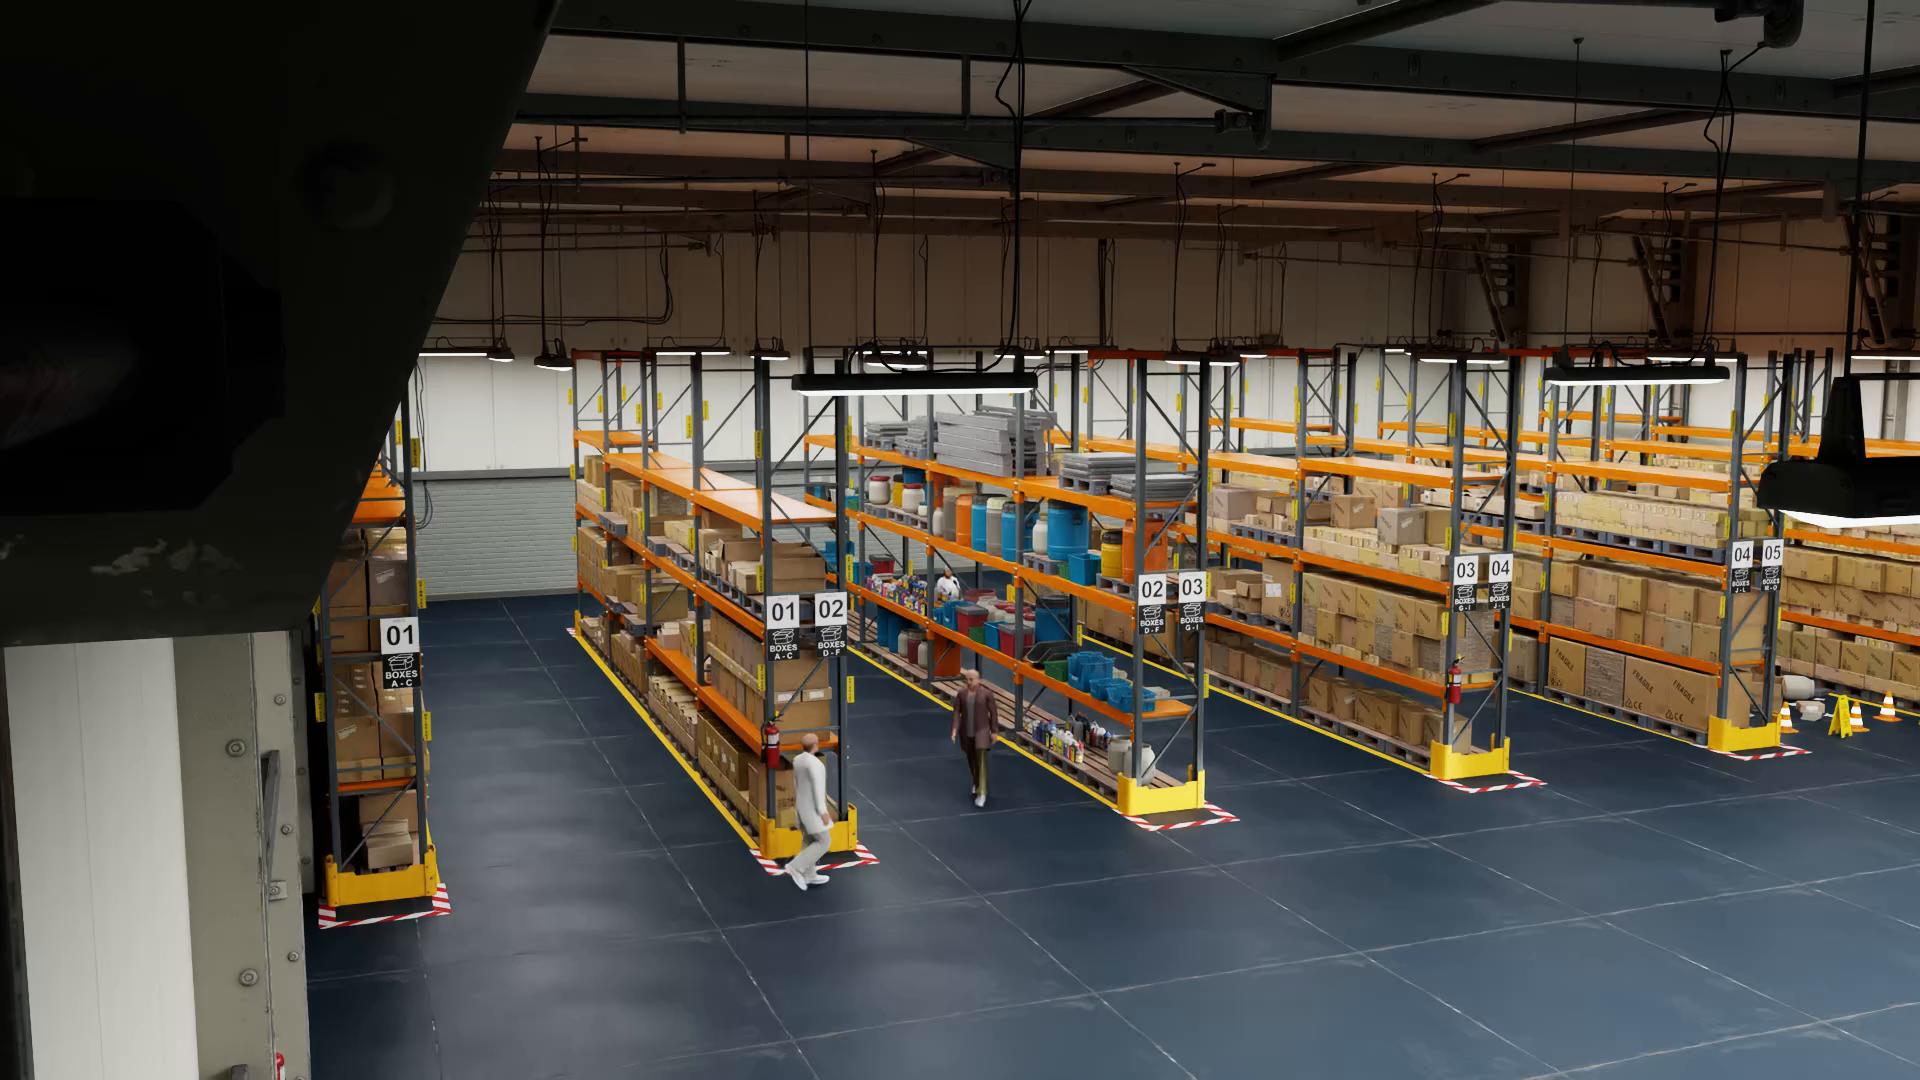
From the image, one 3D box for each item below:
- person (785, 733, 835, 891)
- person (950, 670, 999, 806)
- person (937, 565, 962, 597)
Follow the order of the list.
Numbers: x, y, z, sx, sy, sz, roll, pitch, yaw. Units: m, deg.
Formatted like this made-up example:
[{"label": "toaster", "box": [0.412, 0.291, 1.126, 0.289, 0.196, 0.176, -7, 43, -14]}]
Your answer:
[{"label": "person", "box": [-1.745, 3.082, 18.941, 0.567, 1.777, 0.602, -3, 8, -21]}, {"label": "person", "box": [0.189, 2.642, 22.596, 0.645, 1.755, 0.911, 4, 8, 28]}, {"label": "person", "box": [-0.187, 1.313, 33.867, 0.484, 1.609, 1.004, -4, 8, -30]}]
